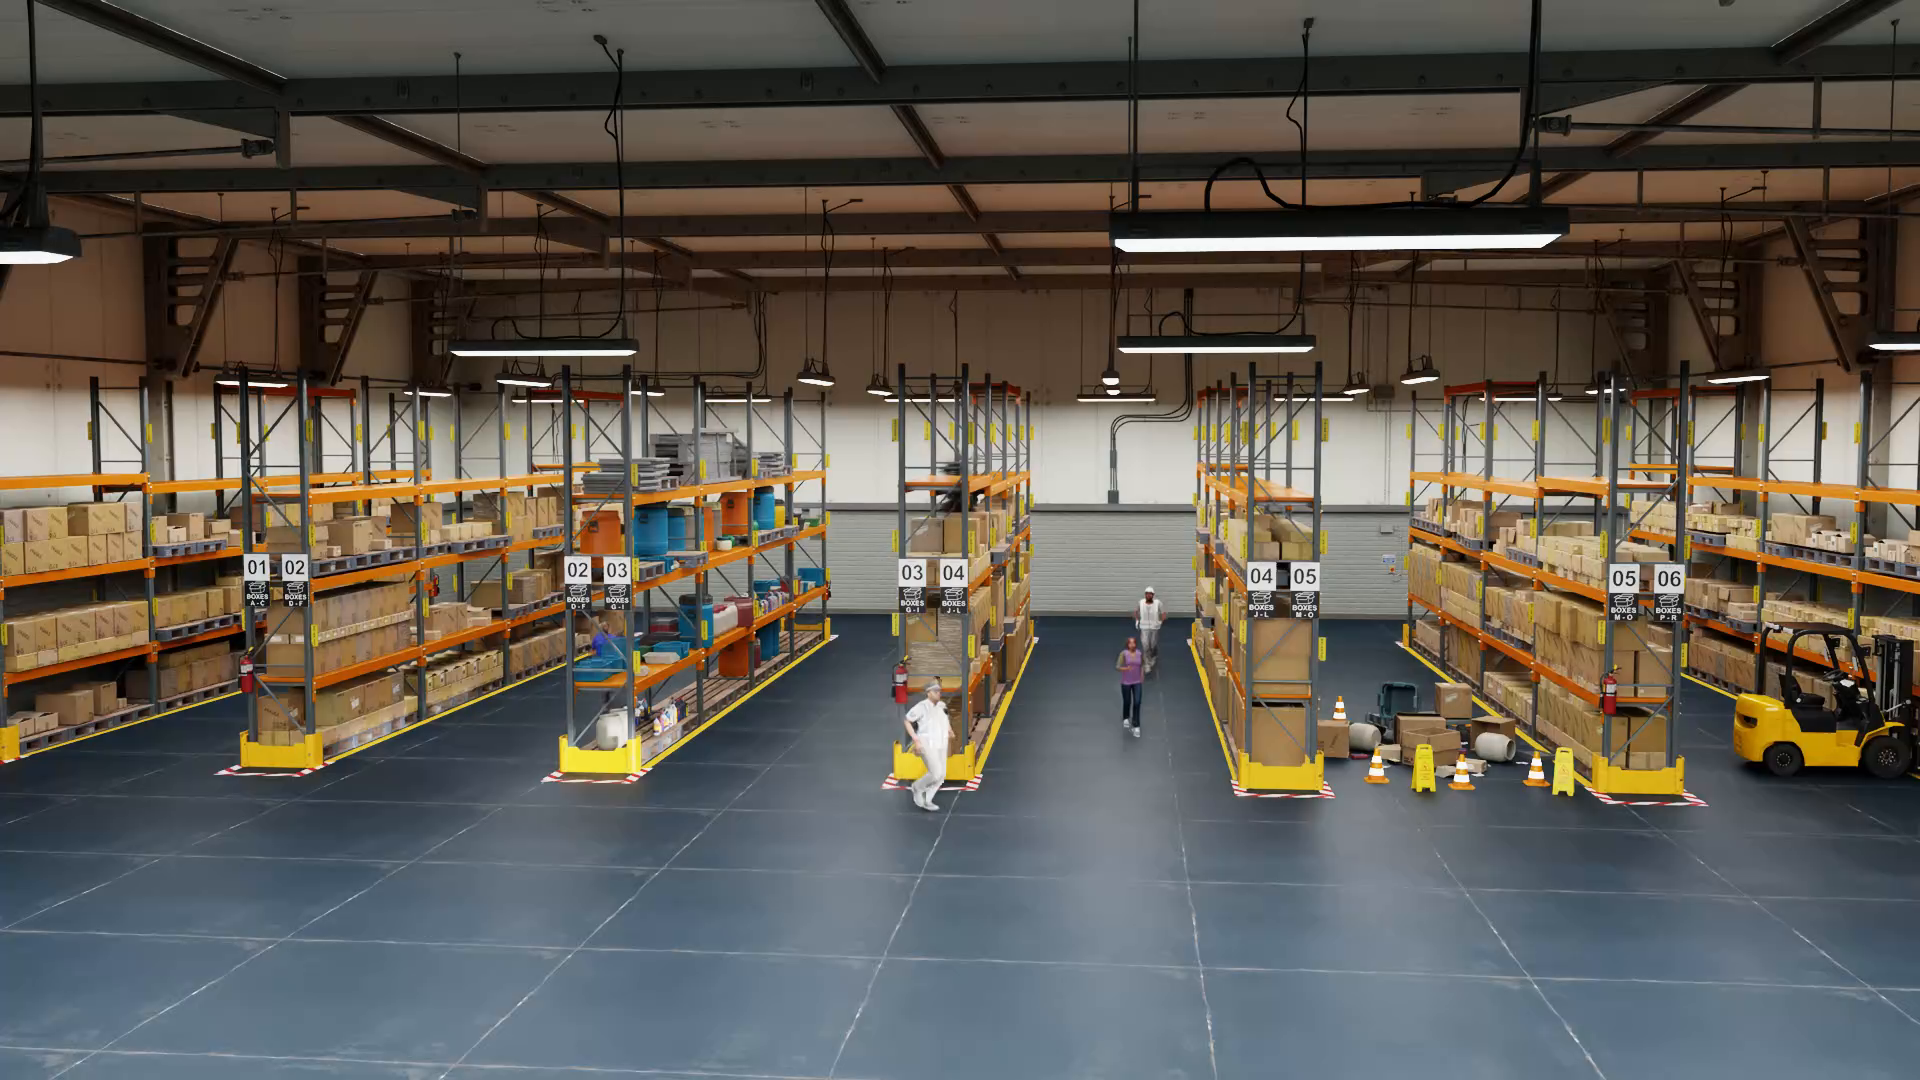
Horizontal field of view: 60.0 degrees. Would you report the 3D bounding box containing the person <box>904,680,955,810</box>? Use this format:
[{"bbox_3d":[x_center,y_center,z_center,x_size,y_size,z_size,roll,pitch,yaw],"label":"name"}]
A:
[{"bbox_3d":[-0.324,2.726,22.011,0.591,1.730,0.655,4,5,44],"label":"person"}]

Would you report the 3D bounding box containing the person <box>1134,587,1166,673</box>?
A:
[{"bbox_3d":[4.004,1.876,35.068,0.692,1.779,0.888,1,4,9],"label":"person"}]

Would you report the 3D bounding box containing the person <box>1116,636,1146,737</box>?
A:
[{"bbox_3d":[2.852,2.405,27.646,0.532,1.612,0.799,0,4,-3],"label":"person"}]

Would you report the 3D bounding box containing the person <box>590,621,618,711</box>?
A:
[{"bbox_3d":[-6.433,2.273,30.203,0.575,1.605,0.589,0,4,0],"label":"person"}]
